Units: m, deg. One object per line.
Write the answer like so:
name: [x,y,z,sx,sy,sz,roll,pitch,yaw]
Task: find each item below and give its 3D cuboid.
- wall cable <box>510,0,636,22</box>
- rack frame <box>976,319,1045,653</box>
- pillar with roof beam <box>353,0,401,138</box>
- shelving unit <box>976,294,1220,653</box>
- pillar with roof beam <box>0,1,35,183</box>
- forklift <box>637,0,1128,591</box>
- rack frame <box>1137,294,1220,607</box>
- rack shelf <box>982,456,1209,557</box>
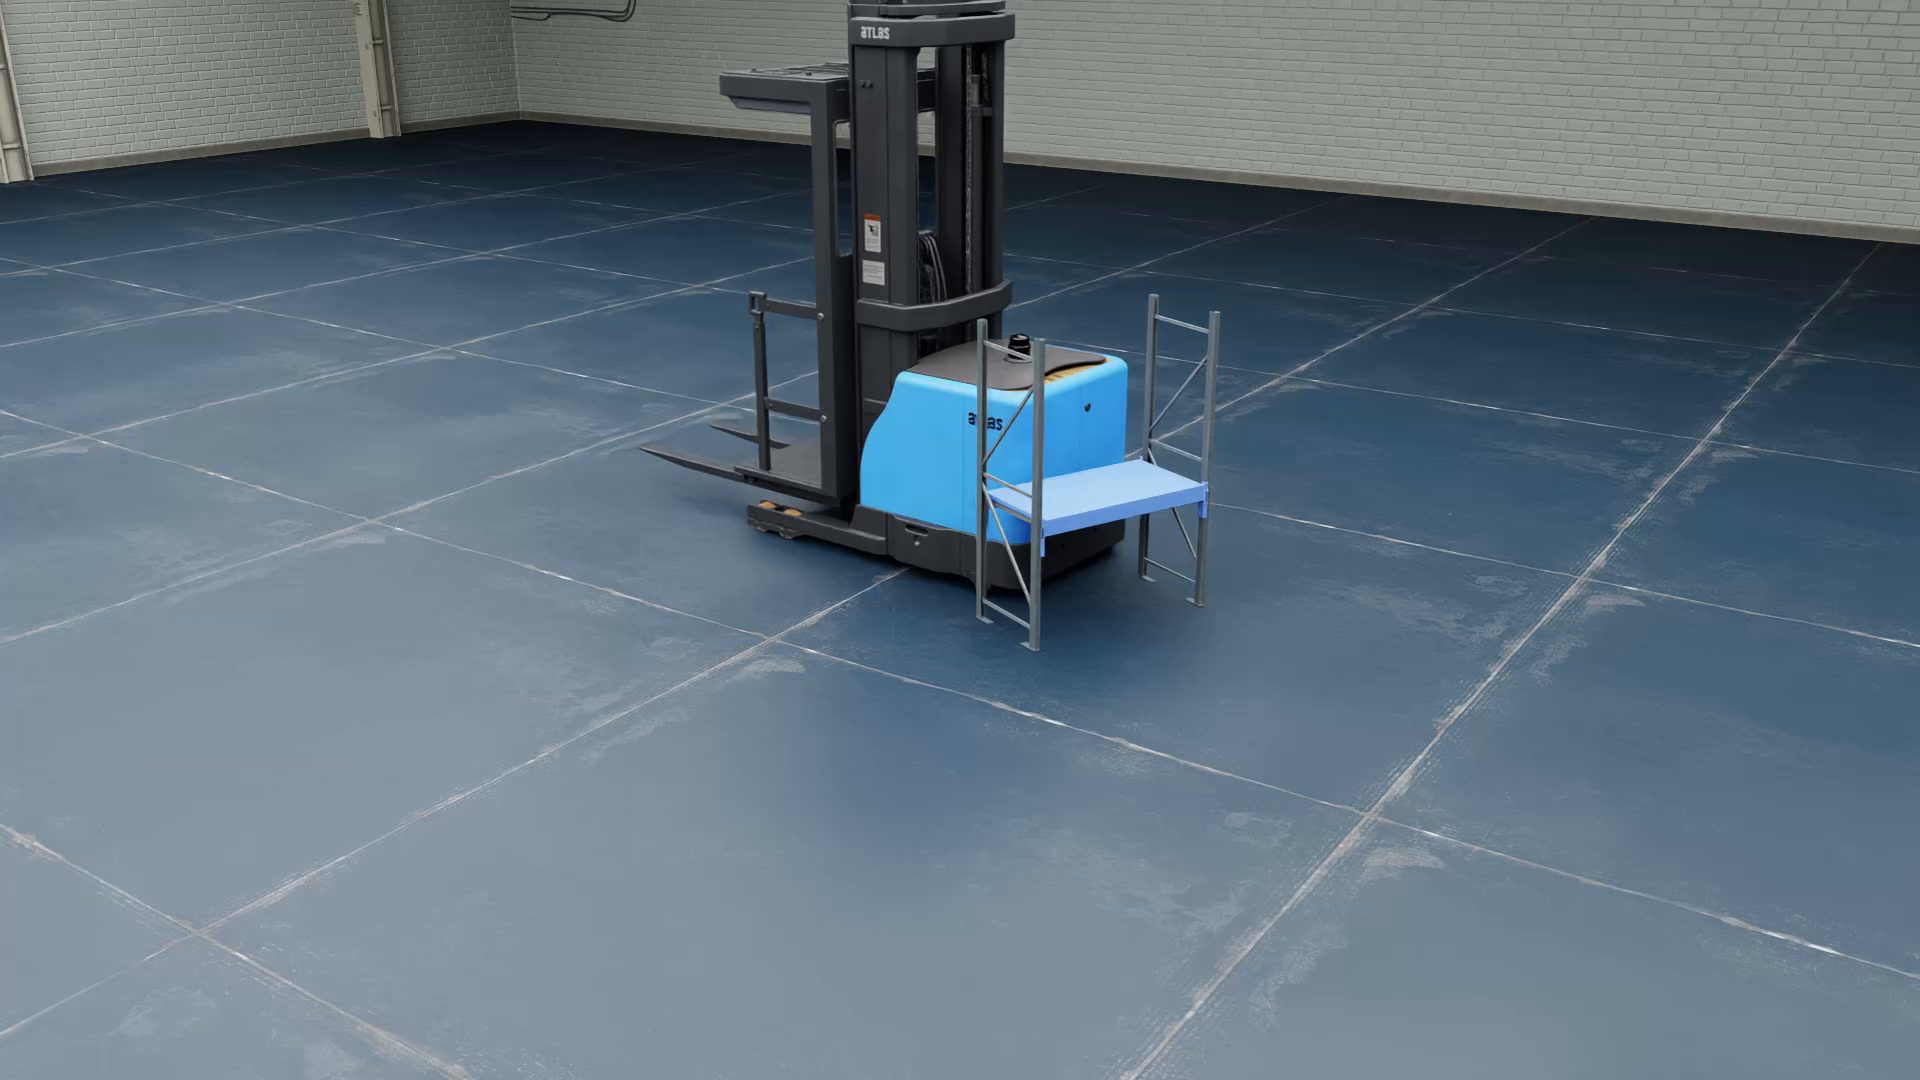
wall cable: [-6.562,-9.892,27.513,3.097,2.526,0.112,13,24,32]
rack frame: [0.228,-0.249,7.776,0.032,1.500,0.500,-13,24,-31]
pillar with roof beam: [-5.751,-9.922,23.117,9.100,9.000,0.400,13,24,32]
shelving unit: [0.655,-0.345,8.036,1.048,1.500,0.538,-13,24,-31]
pillar with roof beam: [-9.124,-8.200,18.463,9.100,9.000,0.400,13,24,32]
forklift: [-0.576,-1.509,9.119,3.031,2.935,1.130,15,25,35]
rack frame: [1.081,-0.441,8.295,0.032,1.500,0.500,-13,24,-31]
rack shelf: [0.655,-0.176,8.098,1.000,0.185,0.538,-13,24,-31]
